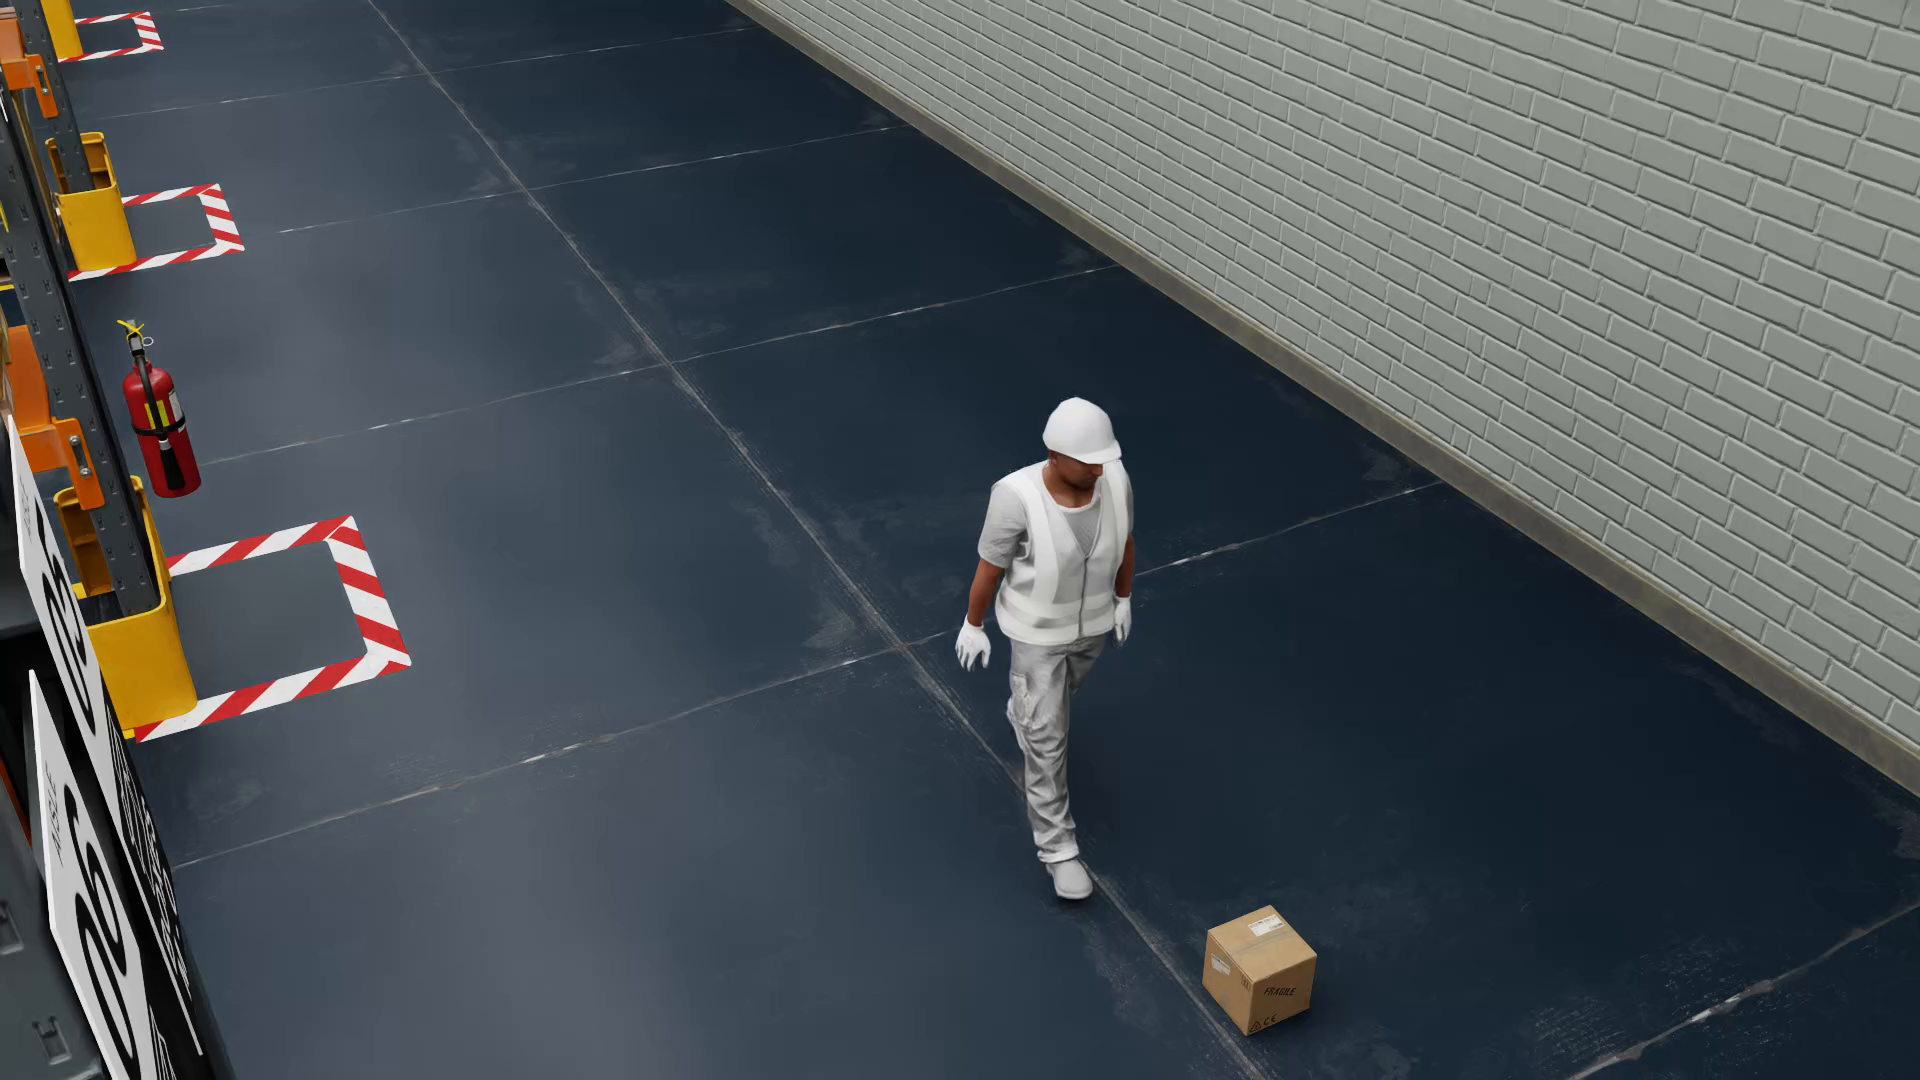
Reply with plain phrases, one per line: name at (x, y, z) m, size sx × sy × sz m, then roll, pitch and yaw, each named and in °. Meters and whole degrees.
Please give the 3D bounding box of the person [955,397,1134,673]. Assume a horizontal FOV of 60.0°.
person at (0.336, 0.005, 5.504) m, size 0.629 × 1.066 × 0.397 m, roll -17°, pitch 36°, yaw -24°
